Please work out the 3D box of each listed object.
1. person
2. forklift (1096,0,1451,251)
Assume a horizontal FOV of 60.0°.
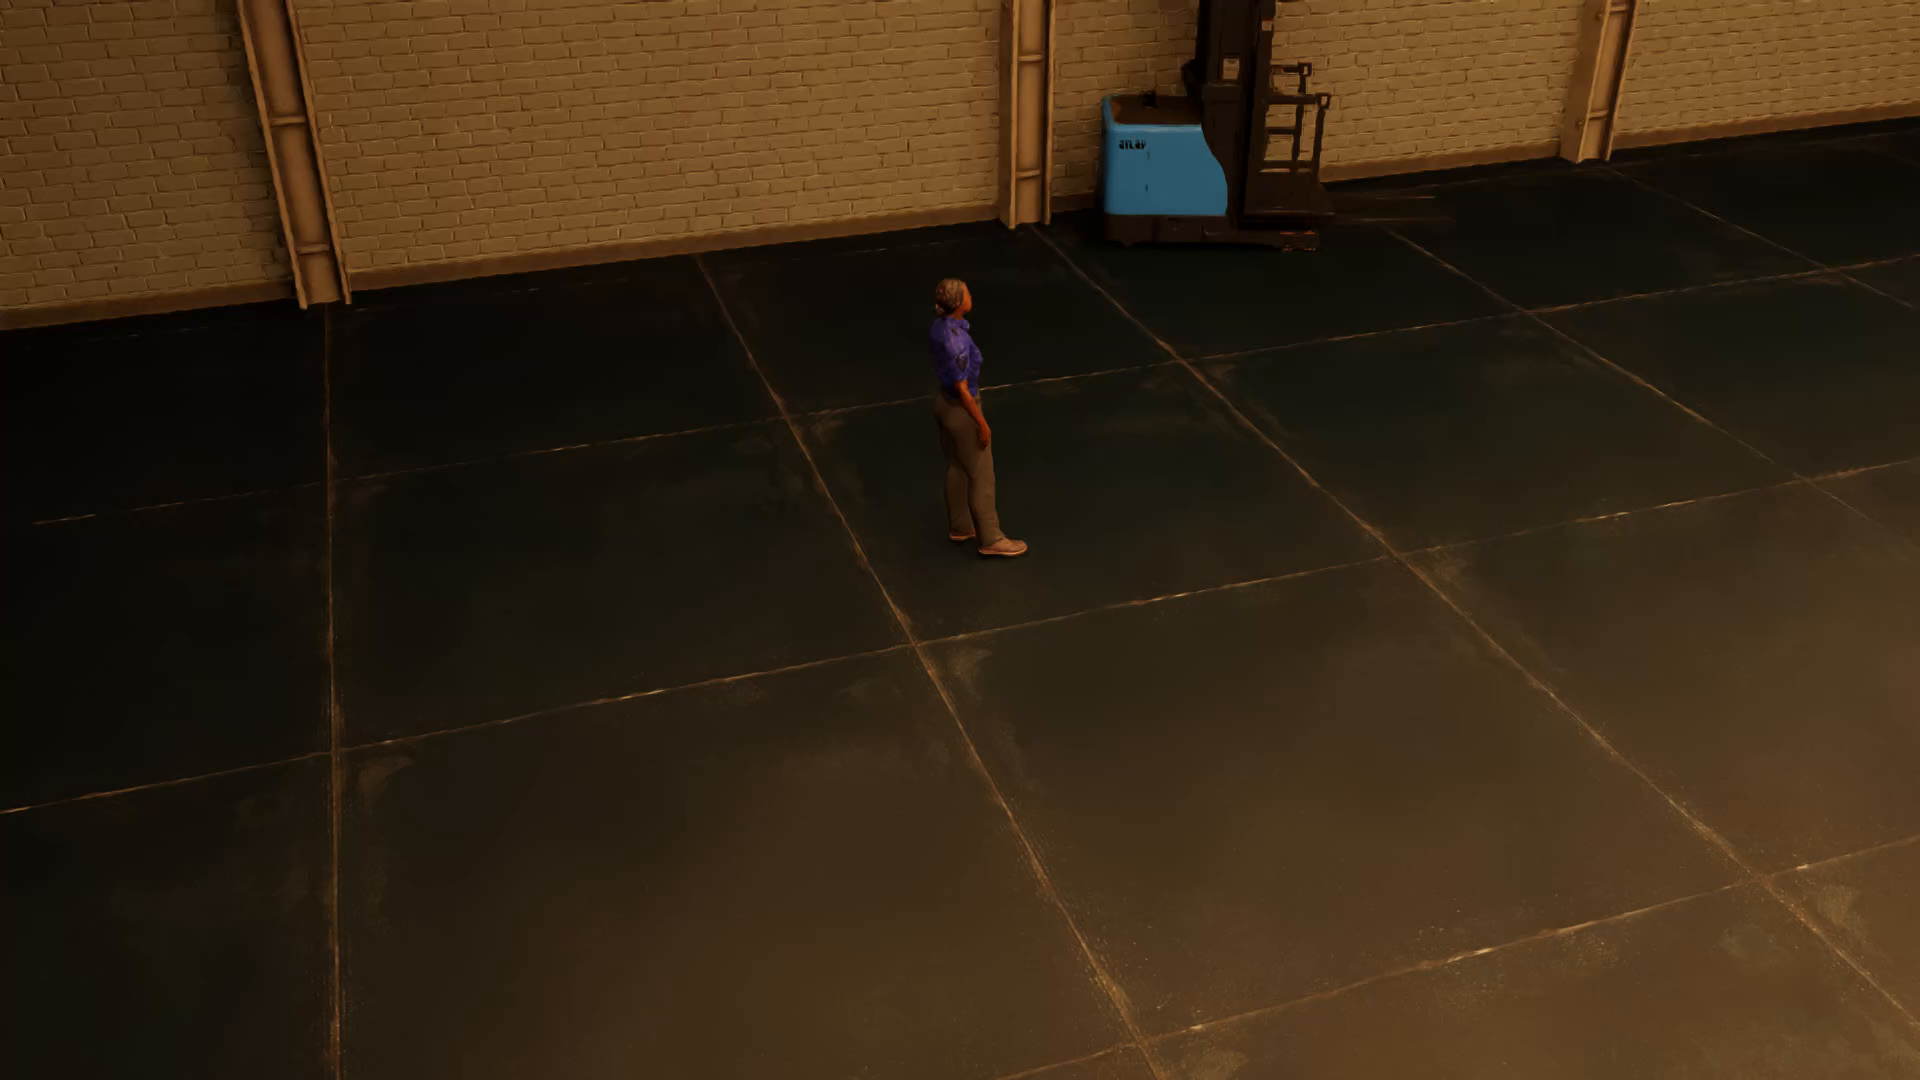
[{"bbox_3d":[0.089,-0.728,9.618,0.503,1.654,0.570,-10,31,-16],"label":"person"},{"bbox_3d":[2.744,-4.034,14.099,3.031,2.935,1.130,1,30,1],"label":"forklift"}]
